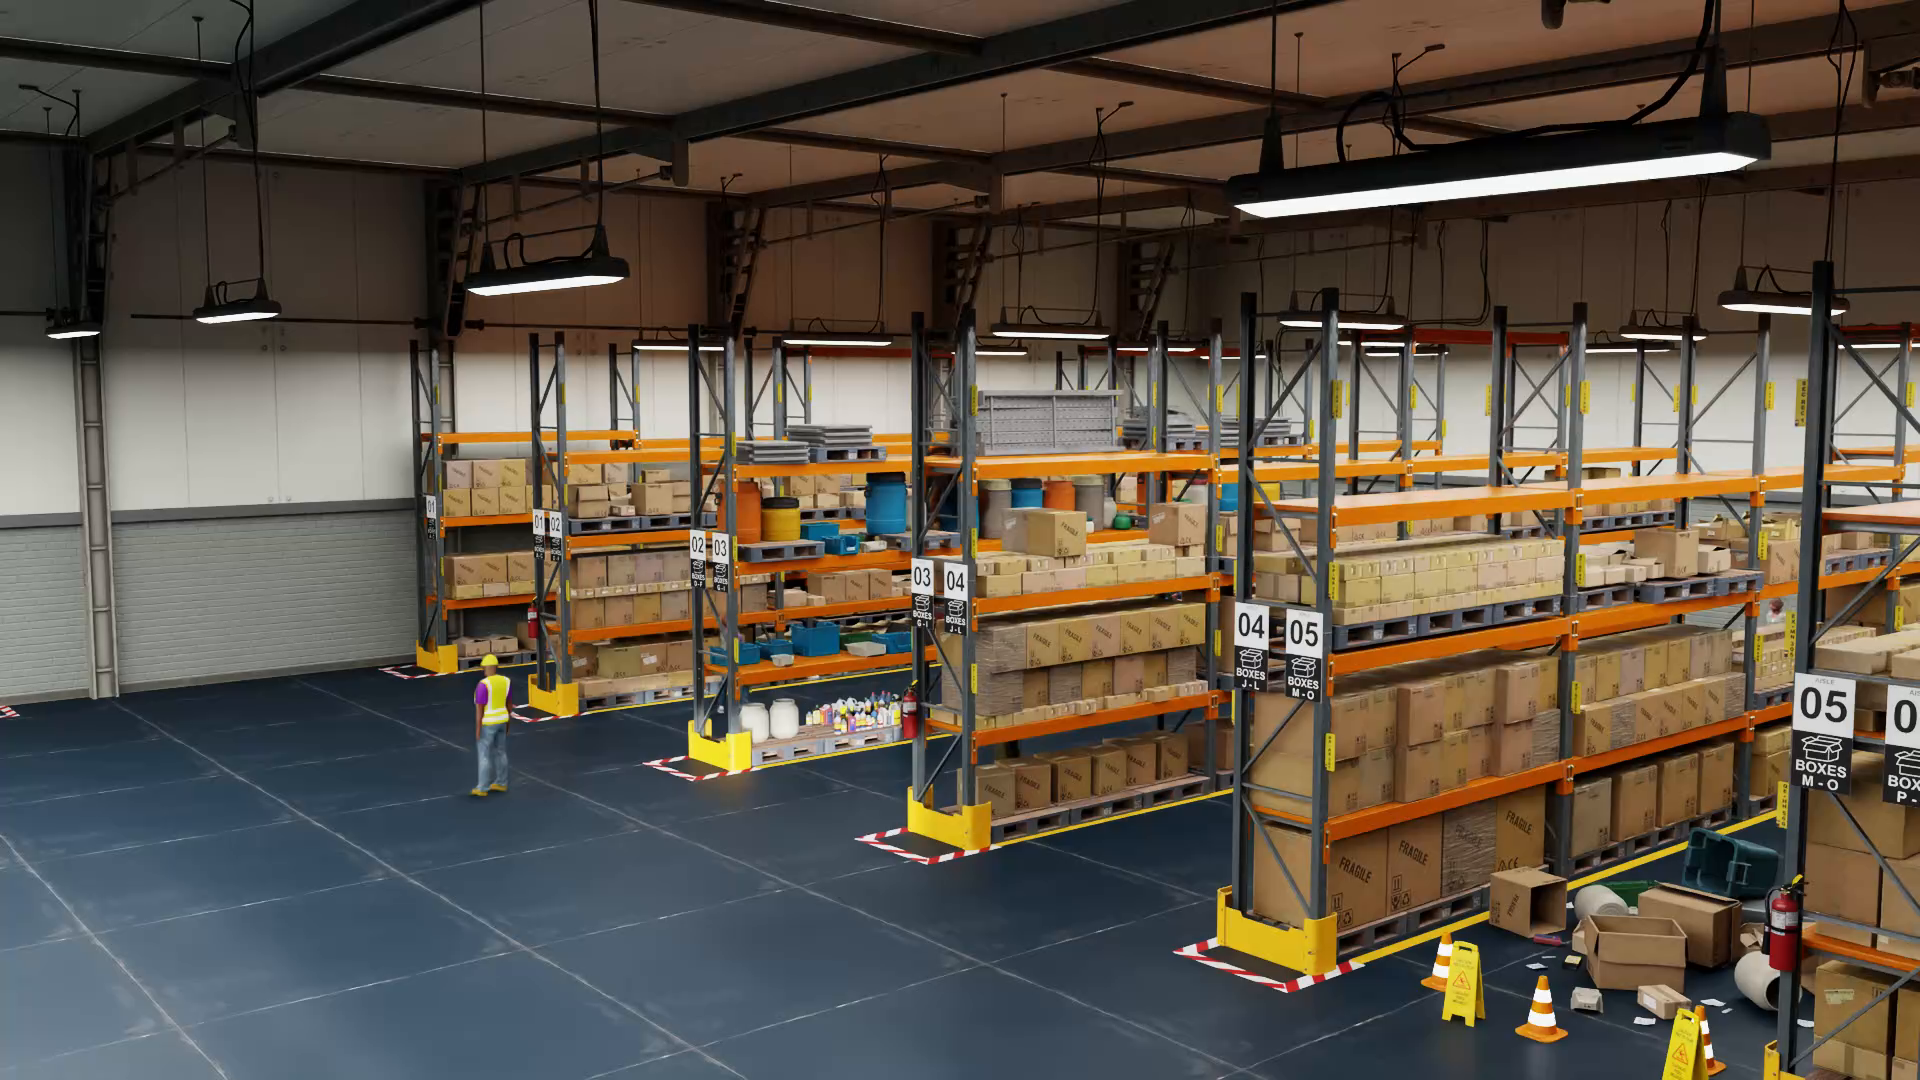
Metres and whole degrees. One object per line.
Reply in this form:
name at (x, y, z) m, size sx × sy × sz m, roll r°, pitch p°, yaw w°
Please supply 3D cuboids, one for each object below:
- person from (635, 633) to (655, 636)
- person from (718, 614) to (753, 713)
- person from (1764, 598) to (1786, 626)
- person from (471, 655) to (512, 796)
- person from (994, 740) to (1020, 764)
person at (-5.837, 1.496, 30.530) m, size 0.564 × 1.826 × 0.480 m, roll 0°, pitch 5°, yaw 0°
person at (-3.534, 1.944, 26.165) m, size 0.556 × 1.600 × 0.540 m, roll -5°, pitch 7°, yaw -42°
person at (13.836, 1.773, 28.246) m, size 0.484 × 1.605 × 0.523 m, roll 4°, pitch 7°, yaw 40°
person at (-5.957, 2.326, 21.070) m, size 0.429 × 1.771 × 0.604 m, roll 3°, pitch 6°, yaw 26°
person at (0.578, 2.334, 21.431) m, size 0.427 × 1.695 × 0.614 m, roll 4°, pitch 6°, yaw 35°
